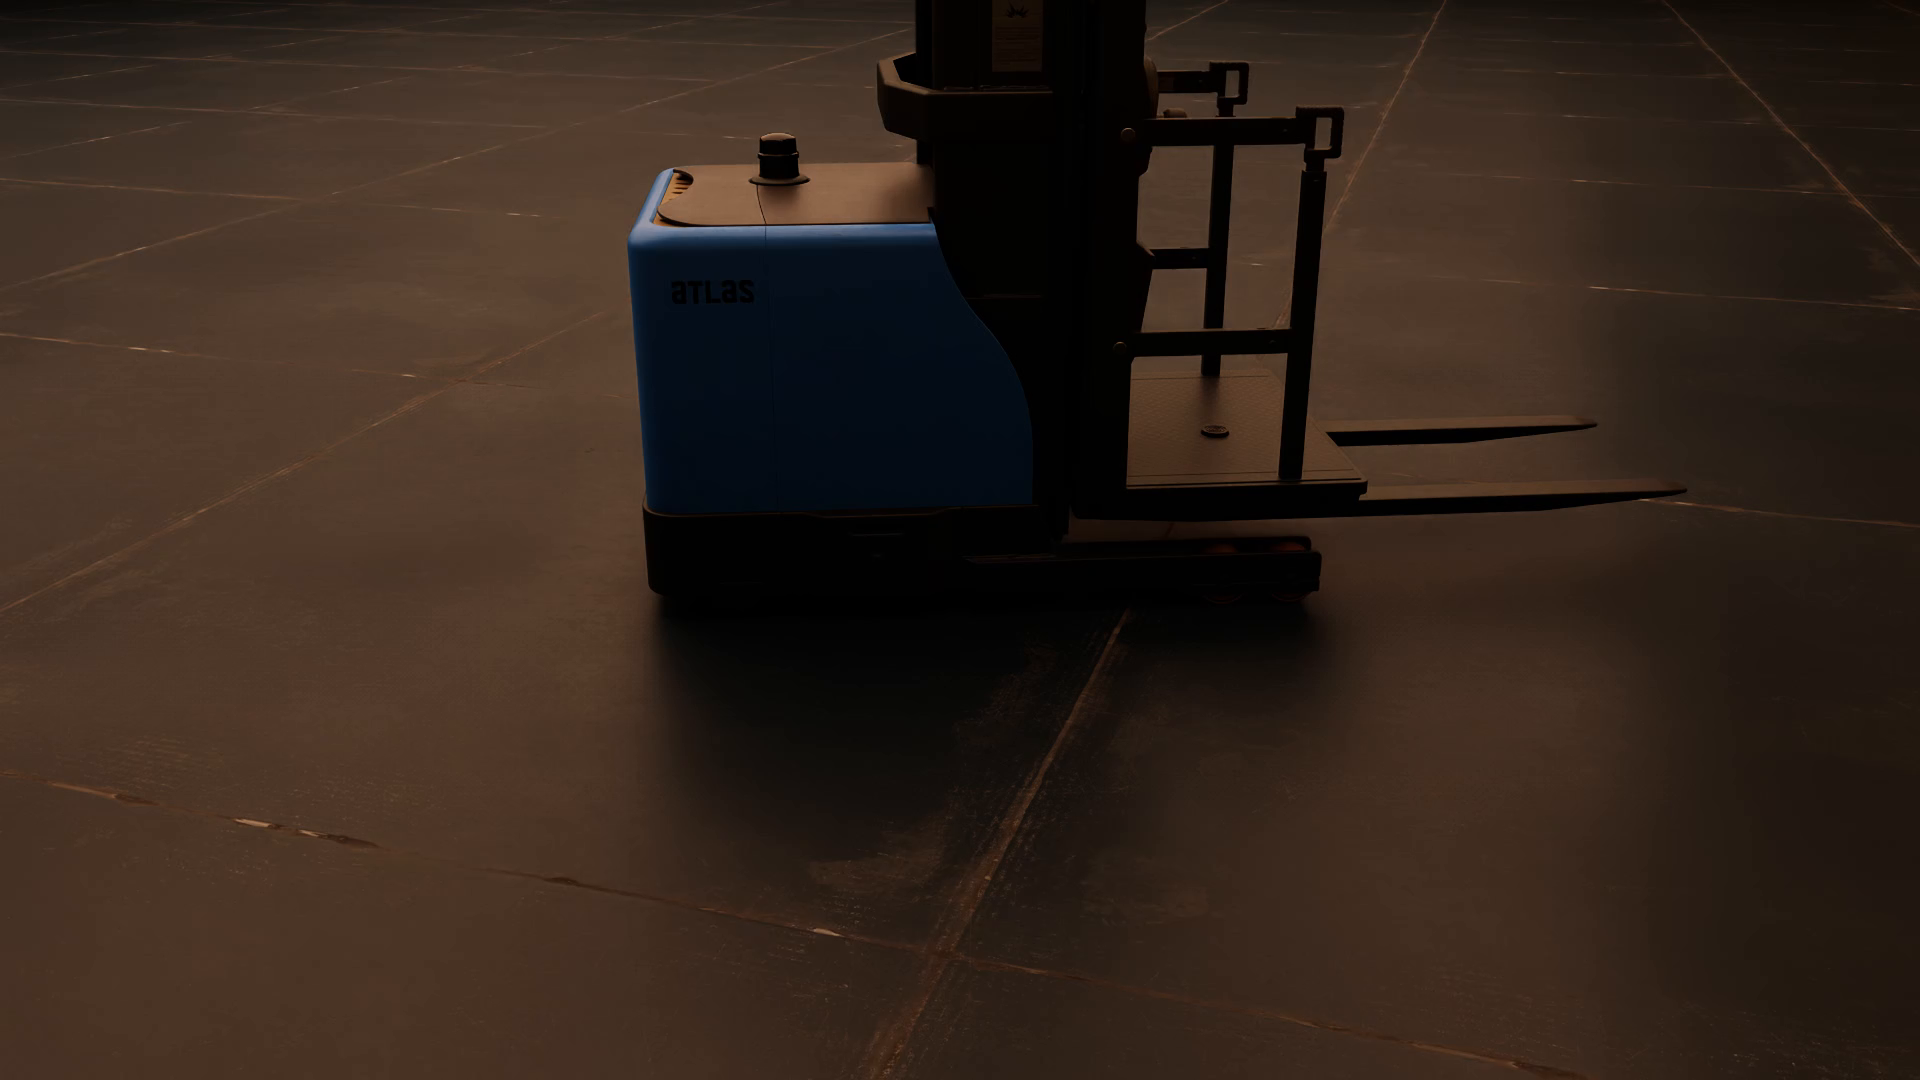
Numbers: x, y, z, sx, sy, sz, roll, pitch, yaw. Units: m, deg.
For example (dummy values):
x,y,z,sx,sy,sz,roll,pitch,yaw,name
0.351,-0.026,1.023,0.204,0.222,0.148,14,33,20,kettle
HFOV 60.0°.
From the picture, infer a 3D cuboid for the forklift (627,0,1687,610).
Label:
x,y,z,sx,sy,sz,roll,pitch,yaw,name
0.606,-1.374,4.608,3.031,2.935,1.130,-2,23,-4,forklift
